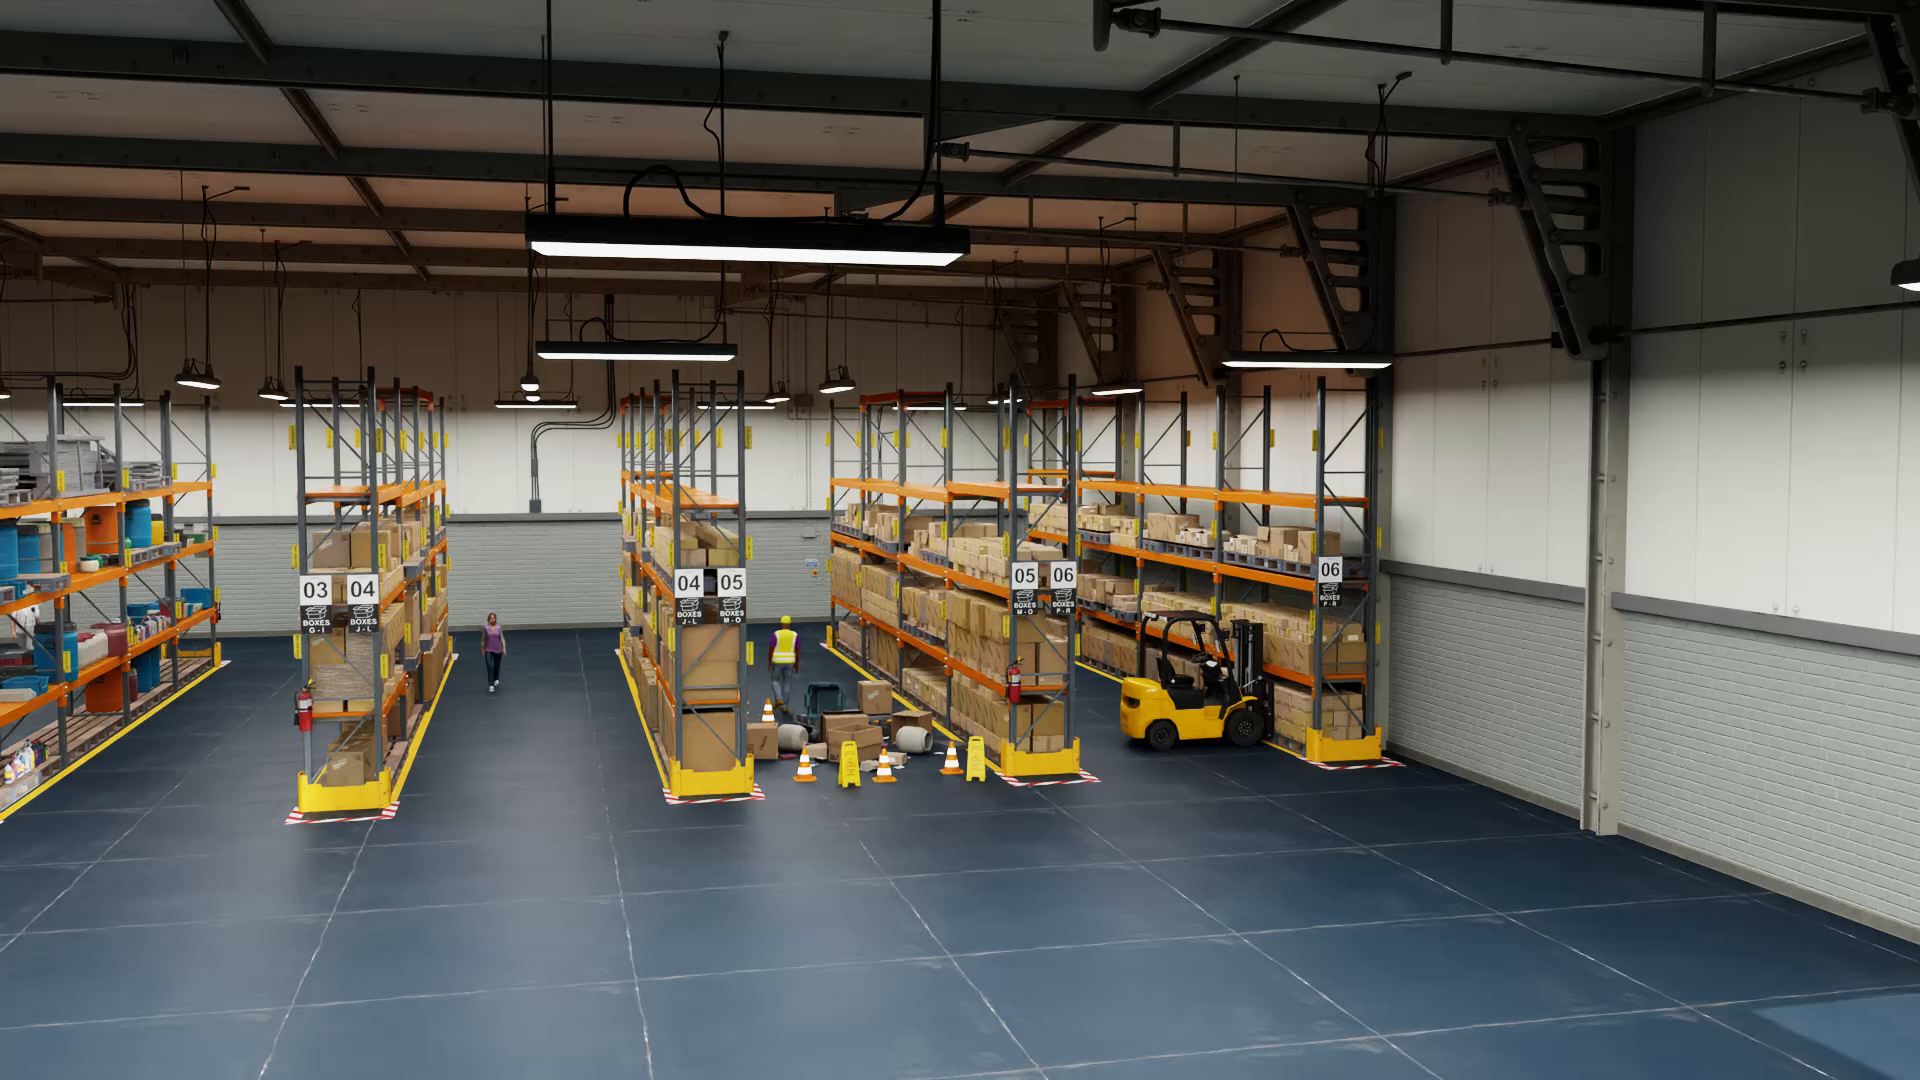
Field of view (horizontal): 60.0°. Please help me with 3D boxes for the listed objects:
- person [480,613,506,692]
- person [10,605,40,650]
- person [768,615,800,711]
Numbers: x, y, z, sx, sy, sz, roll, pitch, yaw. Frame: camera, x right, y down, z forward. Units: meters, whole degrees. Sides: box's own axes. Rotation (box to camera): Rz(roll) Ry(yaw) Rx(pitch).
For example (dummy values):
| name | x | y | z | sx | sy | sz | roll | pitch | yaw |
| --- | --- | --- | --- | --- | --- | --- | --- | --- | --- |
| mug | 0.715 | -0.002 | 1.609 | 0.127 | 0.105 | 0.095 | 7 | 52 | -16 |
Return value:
| name | x | y | z | sx | sy | sz | roll | pitch | yaw |
| --- | --- | --- | --- | --- | --- | --- | --- | --- | --- |
| person | -9.356 | 2.222 | 33.338 | 0.491 | 1.539 | 0.971 | -1 | 4 | -17 |
| person | -20.384 | 1.972 | 36.245 | 0.525 | 1.710 | 1.099 | -1 | 4 | -16 |
| person | -3.249 | 2.278 | 30.713 | 0.611 | 1.761 | 0.478 | -1 | 3 | -12 |
